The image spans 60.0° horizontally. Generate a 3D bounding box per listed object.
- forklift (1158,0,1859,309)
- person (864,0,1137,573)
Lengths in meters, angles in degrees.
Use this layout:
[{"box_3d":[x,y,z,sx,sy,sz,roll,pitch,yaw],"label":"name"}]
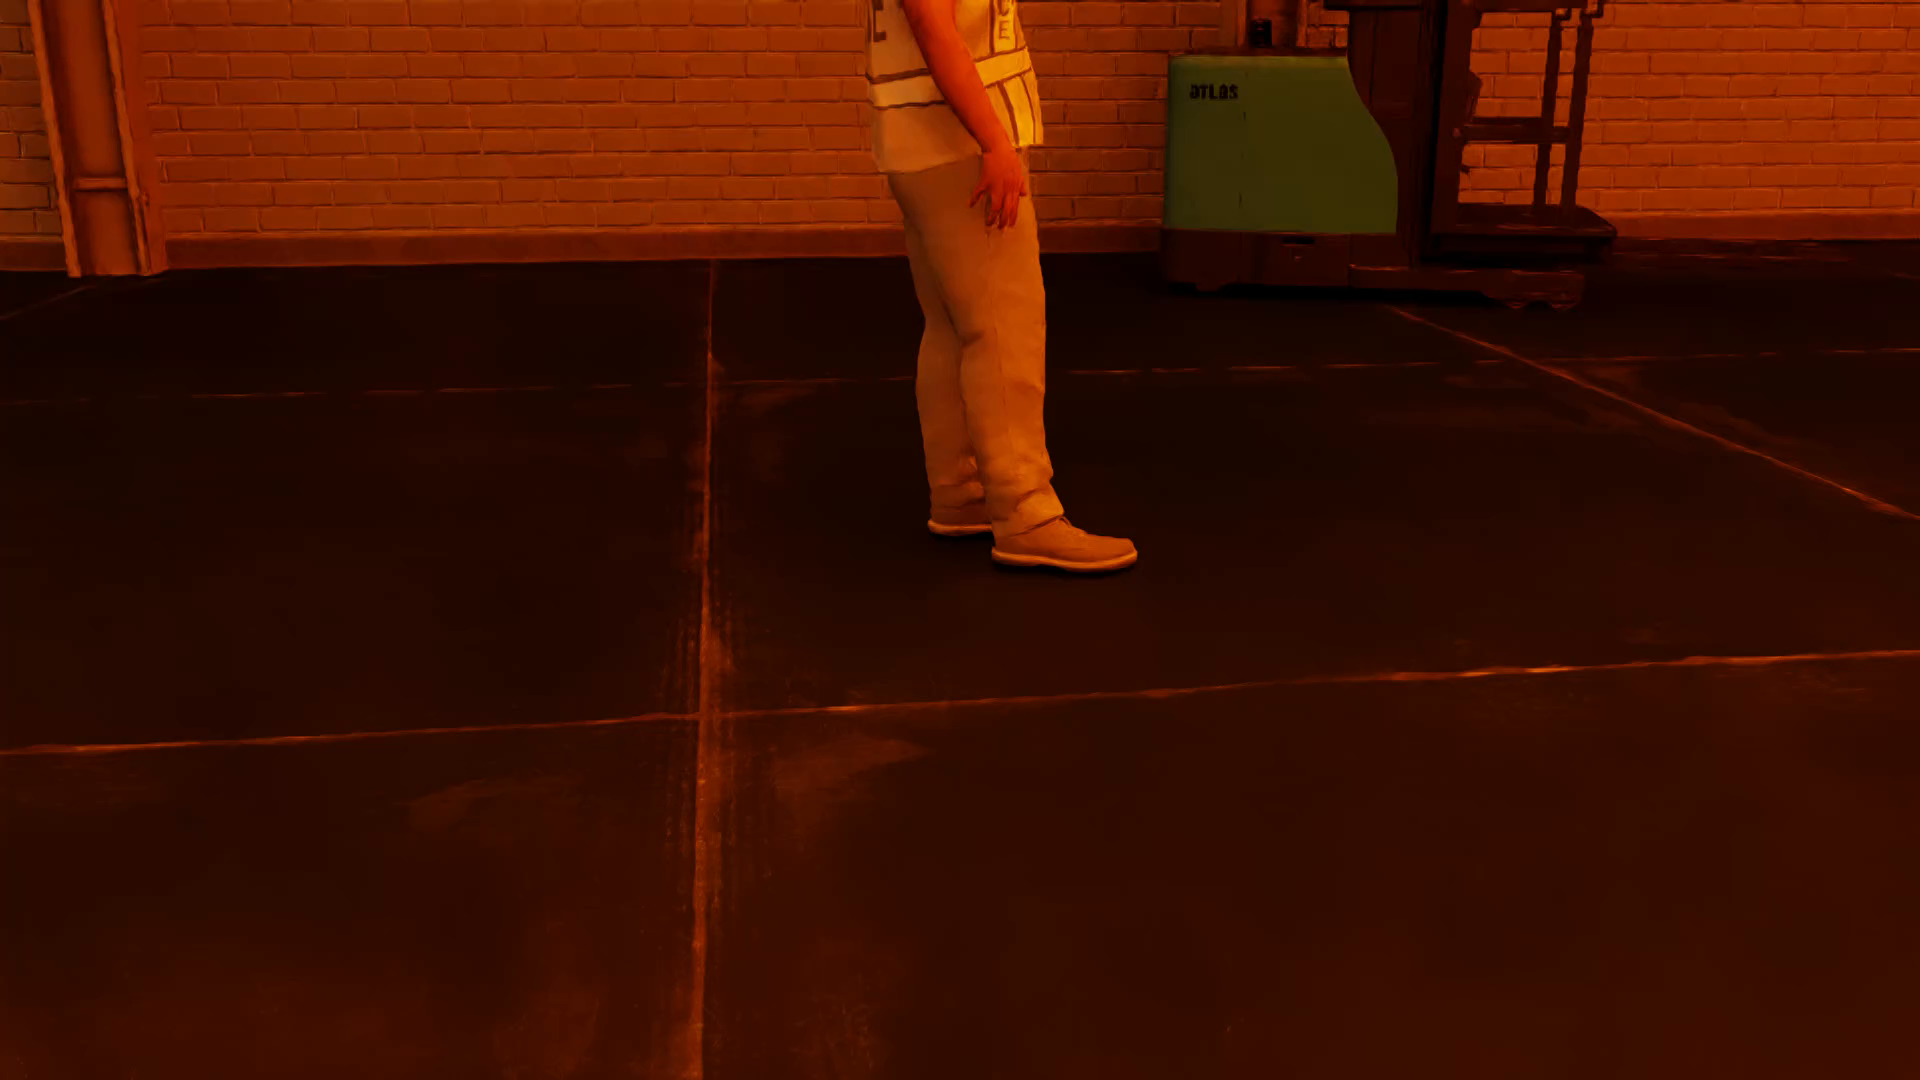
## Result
[{"box_3d":[2.495,-2.590,7.480,3.031,2.935,1.130,4,17,11],"label":"forklift"},{"box_3d":[0.079,-0.859,3.706,0.574,1.778,0.640,-2,17,-8],"label":"person"}]
